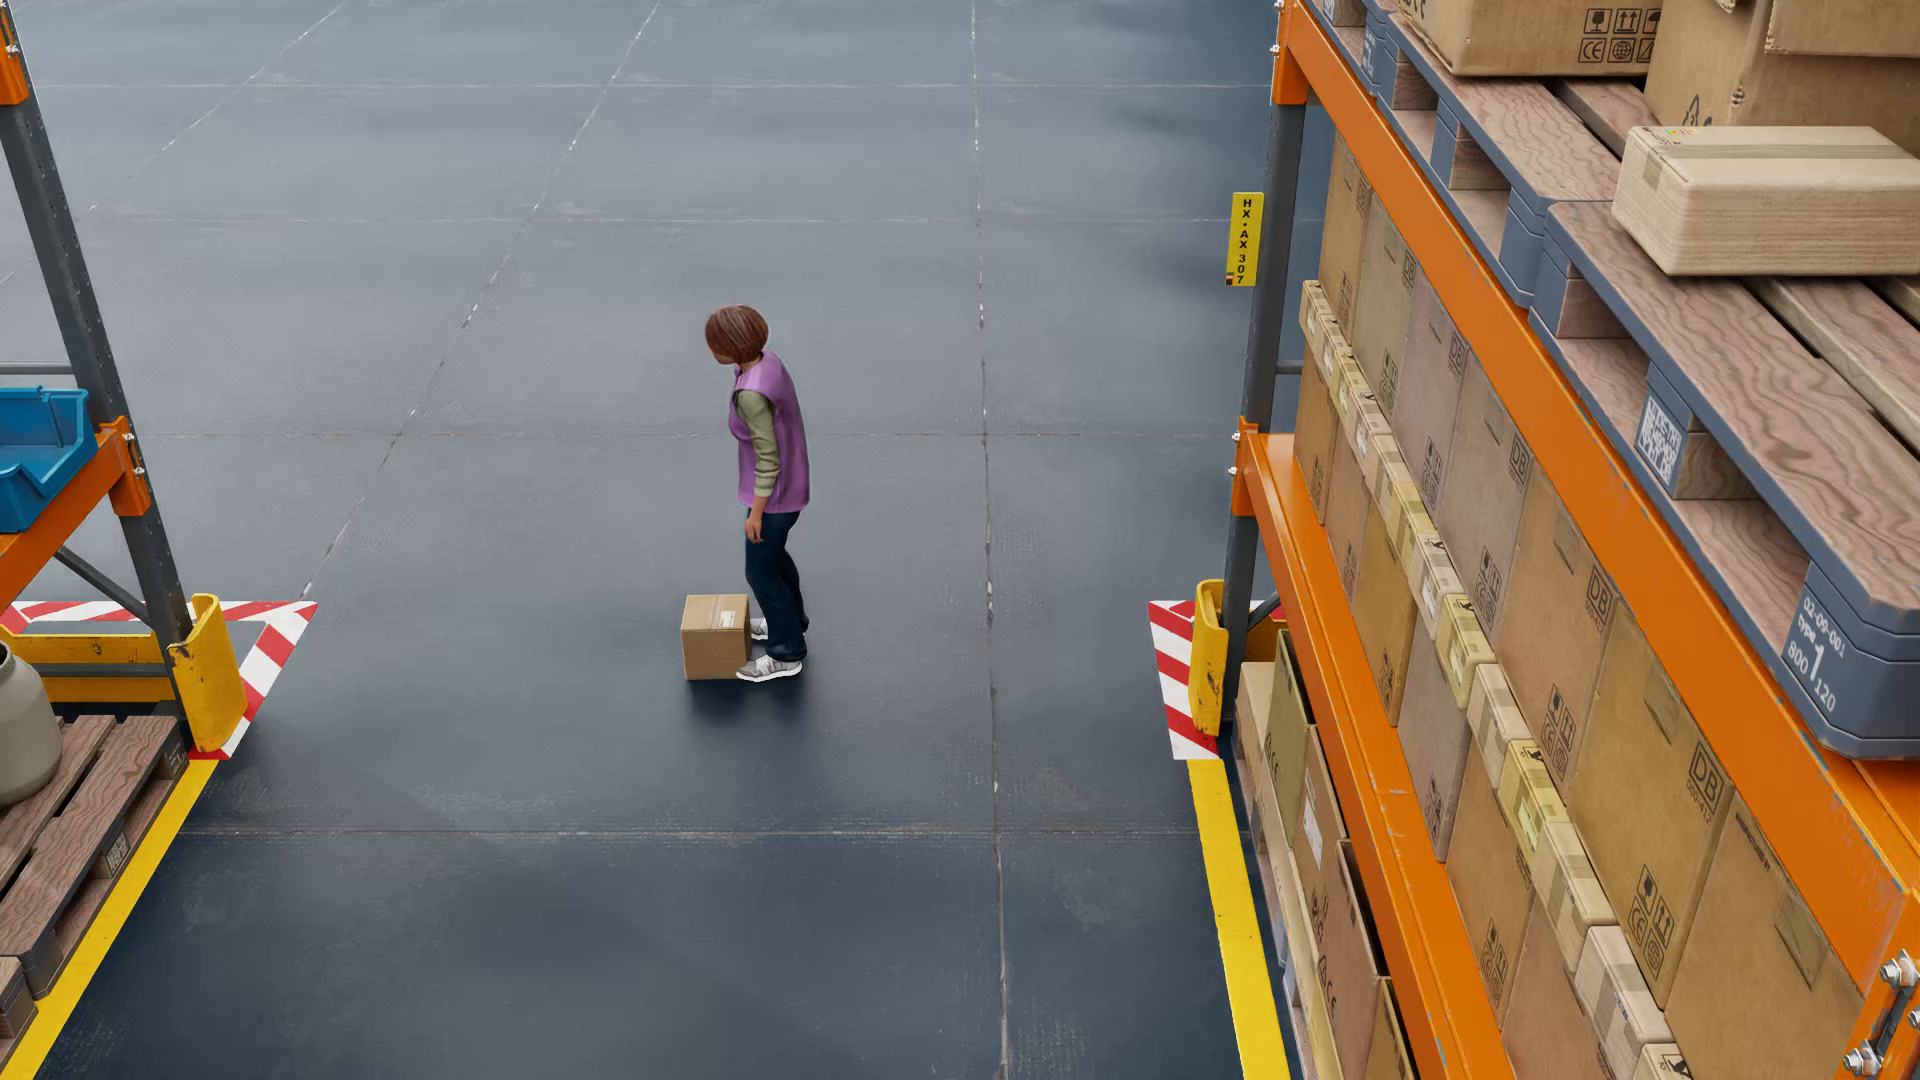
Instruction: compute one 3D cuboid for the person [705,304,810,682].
[{"bbox_3d":[-0.751,-0.180,6.435,0.349,1.593,0.473,-1,32,-1],"label":"person"}]
